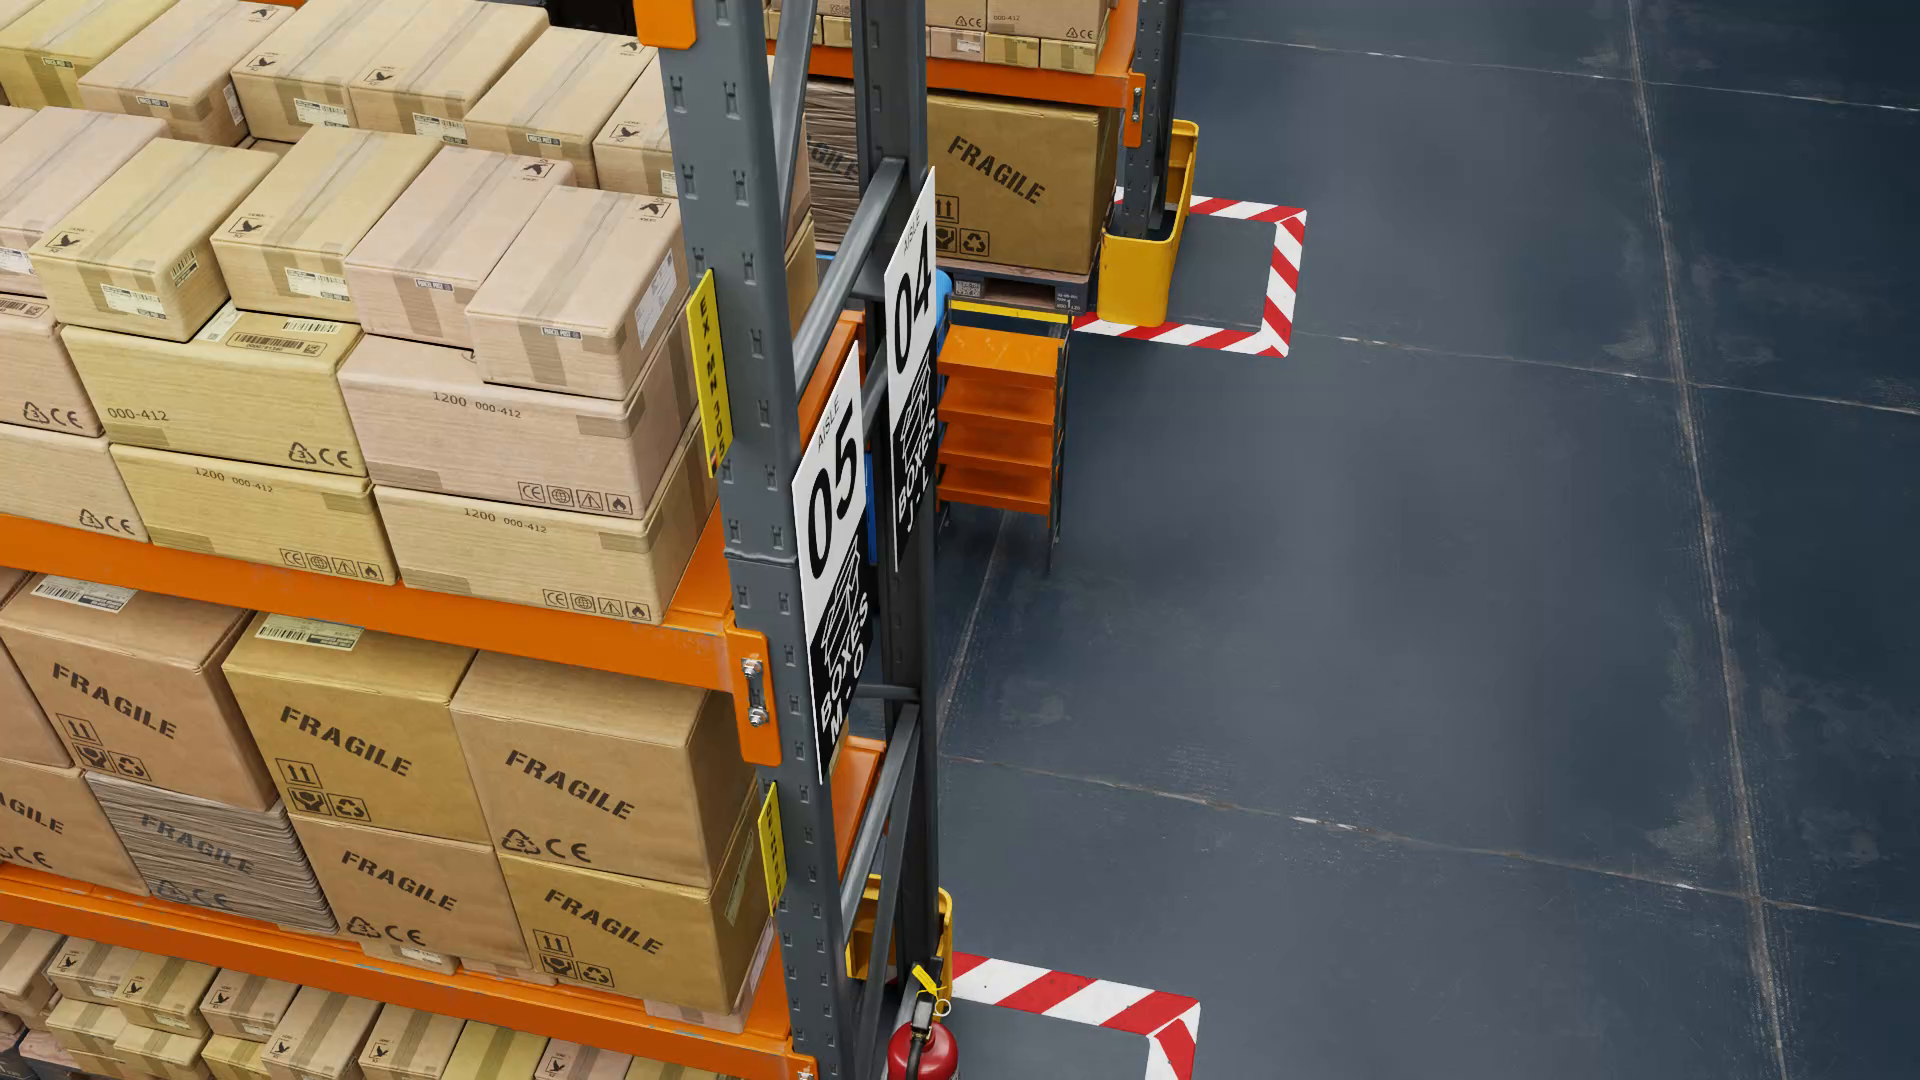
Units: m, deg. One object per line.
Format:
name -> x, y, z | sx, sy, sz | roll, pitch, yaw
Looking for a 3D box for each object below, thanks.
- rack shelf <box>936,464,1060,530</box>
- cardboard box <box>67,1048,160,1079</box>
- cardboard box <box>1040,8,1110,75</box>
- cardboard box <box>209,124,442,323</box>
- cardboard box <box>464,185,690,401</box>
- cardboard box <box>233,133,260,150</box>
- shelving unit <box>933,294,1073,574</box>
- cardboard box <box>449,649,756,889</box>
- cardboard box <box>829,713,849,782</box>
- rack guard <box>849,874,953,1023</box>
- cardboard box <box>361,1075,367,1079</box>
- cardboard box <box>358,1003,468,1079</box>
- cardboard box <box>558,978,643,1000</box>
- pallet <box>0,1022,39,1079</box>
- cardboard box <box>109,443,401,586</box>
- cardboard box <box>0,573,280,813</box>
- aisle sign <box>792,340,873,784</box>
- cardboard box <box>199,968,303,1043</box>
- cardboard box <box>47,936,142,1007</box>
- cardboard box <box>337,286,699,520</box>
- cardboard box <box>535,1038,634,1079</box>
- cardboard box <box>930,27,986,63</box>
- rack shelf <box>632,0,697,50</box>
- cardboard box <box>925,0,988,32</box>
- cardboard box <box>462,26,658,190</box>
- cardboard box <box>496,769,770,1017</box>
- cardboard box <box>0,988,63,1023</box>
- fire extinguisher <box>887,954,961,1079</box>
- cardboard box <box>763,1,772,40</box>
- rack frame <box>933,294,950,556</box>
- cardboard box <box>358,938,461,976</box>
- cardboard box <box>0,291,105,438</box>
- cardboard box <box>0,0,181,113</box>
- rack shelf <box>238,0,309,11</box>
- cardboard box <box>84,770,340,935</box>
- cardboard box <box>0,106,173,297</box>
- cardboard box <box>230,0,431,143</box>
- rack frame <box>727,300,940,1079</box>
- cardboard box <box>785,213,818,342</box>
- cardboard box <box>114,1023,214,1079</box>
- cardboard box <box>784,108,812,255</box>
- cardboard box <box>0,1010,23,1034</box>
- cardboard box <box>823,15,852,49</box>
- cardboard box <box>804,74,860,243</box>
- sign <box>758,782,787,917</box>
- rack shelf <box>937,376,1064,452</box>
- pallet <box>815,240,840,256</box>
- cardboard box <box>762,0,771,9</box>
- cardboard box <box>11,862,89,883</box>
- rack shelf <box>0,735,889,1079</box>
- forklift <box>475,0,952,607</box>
rack shelf -> 0.162, -0.216, 6.952 | 0.480, 0.148, 0.258 | 9, 45, 9
cardboard box -> -2.577, 1.494, 5.248 | 0.250, 0.149, 0.380 | 8, 44, 8
cardboard box -> 0.528, -2.300, 7.617 | 0.250, 0.149, 0.380 | 10, 45, 10
cardboard box -> -1.092, -0.562, 2.928 | 0.250, 0.149, 0.380 | 8, 44, 8
cardboard box -> -0.622, -0.420, 2.780 | 0.250, 0.149, 0.380 | 8, 45, 9
cardboard box -> -1.605, -0.830, 3.494 | 0.500, 0.250, 0.500 | 9, 45, 10
shelving unit -> 0.162, -0.407, 6.768 | 0.503, 1.200, 0.258 | 9, 45, 9
cardboard box -> -0.735, 0.378, 3.647 | 0.500, 0.500, 0.500 | 8, 44, 8
cardboard box -> -0.478, 0.602, 4.603 | 0.250, 0.149, 0.380 | 8, 45, 9
rack guard -> -0.308, 1.671, 5.113 | 0.348, 0.500, 1.175 | 9, 45, 9
cardboard box -> -1.827, 1.517, 5.009 | 0.250, 0.149, 0.380 | 9, 45, 10
cardboard box -> -1.558, 1.423, 4.893 | 0.250, 0.149, 0.380 | 7, 44, 7
cardboard box -> -0.848, 0.952, 4.240 | 0.250, 0.149, 0.380 | 9, 45, 9
pallet -> -3.474, 1.259, 5.750 | 1.213, 0.211, 1.003 | 9, 45, 9
cardboard box -> -1.235, -0.207, 3.207 | 0.500, 0.250, 0.500 | 9, 45, 9
cardboard box -> -1.739, 0.228, 3.802 | 0.500, 0.500, 0.500 | 11, 45, 11
aisle sign -> -0.228, 0.060, 3.110 | 0.004, 0.787, 0.394 | 9, 45, 9
cardboard box -> -2.065, 1.305, 5.015 | 0.250, 0.149, 0.380 | 7, 44, 8
cardboard box -> -2.559, 1.220, 5.103 | 0.250, 0.149, 0.380 | 7, 44, 7
cardboard box -> -0.739, -0.322, 2.966 | 0.500, 0.250, 0.500 | 8, 44, 8
cardboard box -> -1.038, 1.458, 4.856 | 0.250, 0.149, 0.380 | 10, 45, 10
cardboard box -> 0.028, -2.377, 7.698 | 0.250, 0.149, 0.380 | 9, 45, 9
rack shelf -> -2.186, -1.422, 2.719 | 4.000, 0.370, 1.077 | 9, 45, 9
cardboard box -> -0.078, -2.583, 7.625 | 0.500, 0.250, 0.500 | 8, 44, 8
cardboard box -> -0.745, -0.822, 3.198 | 0.250, 0.149, 0.380 | 11, 45, 11
cardboard box -> -0.729, 0.745, 3.986 | 0.500, 0.500, 0.500 | 10, 45, 10
cardboard box -> -2.815, 1.307, 5.227 | 0.250, 0.149, 0.380 | 11, 45, 11
fire extinguisher -> -0.089, 1.295, 4.026 | 0.183, 0.674, 0.296 | 9, 45, 9
cardboard box -> -0.963, -2.531, 7.858 | 0.250, 0.149, 0.380 | 10, 45, 10
rack frame -> -0.076, -0.444, 6.806 | 0.015, 1.200, 0.240 | 9, 45, 9
cardboard box -> -1.350, 0.901, 4.292 | 0.250, 0.149, 0.380 | 10, 45, 10
cardboard box -> -1.738, -0.478, 3.128 | 0.500, 0.250, 0.500 | 9, 45, 10
cardboard box -> -1.742, -1.022, 3.406 | 0.250, 0.149, 0.380 | 10, 45, 10
rack shelf -> -4.907, -3.208, 8.899 | 4.000, 0.370, 1.077 | 9, 45, 9
cardboard box -> -1.727, 0.593, 4.144 | 0.500, 0.500, 0.500 | 9, 45, 9
cardboard box -> -1.608, -0.608, 2.975 | 0.250, 0.149, 0.380 | 8, 44, 8
cardboard box -> -1.231, -0.950, 3.331 | 0.250, 0.149, 0.380 | 9, 45, 10
rack frame -> -0.234, 0.782, 4.234 | 0.127, 3.000, 1.000 | 9, 45, 9
cardboard box -> -0.616, -0.485, 3.496 | 0.500, 0.250, 0.500 | 10, 45, 11
cardboard box -> -2.348, 1.443, 5.087 | 0.250, 0.149, 0.380 | 9, 45, 9
cardboard box -> -0.615, -0.668, 3.326 | 0.500, 0.250, 0.500 | 9, 45, 10
cardboard box -> -3.080, 1.372, 5.374 | 0.250, 0.149, 0.380 | 8, 44, 8
cardboard box -> -0.469, -2.453, 7.777 | 0.250, 0.149, 0.380 | 8, 44, 8
cardboard box -> -0.582, -2.125, 8.485 | 0.875, 0.875, 0.875 | 9, 45, 9
sign -> -0.375, 0.624, 3.336 | 0.005, 0.325, 0.100 | 9, 45, 9
rack shelf -> 0.162, -0.520, 6.659 | 0.480, 0.148, 0.258 | 9, 45, 9
pallet -> -1.036, -1.809, 8.937 | 1.213, 0.211, 1.003 | 9, 45, 9
cardboard box -> -1.084, -2.736, 7.783 | 0.500, 0.250, 0.500 | 9, 45, 9
cardboard box -> -2.365, 0.707, 4.494 | 0.250, 0.149, 0.380 | 10, 45, 11
rack shelf -> -2.186, 0.739, 4.798 | 4.000, 0.370, 1.077 | 9, 45, 9
forklift -> -1.586, -1.259, 6.405 | 3.031, 2.935, 1.130 | 7, 44, 8
